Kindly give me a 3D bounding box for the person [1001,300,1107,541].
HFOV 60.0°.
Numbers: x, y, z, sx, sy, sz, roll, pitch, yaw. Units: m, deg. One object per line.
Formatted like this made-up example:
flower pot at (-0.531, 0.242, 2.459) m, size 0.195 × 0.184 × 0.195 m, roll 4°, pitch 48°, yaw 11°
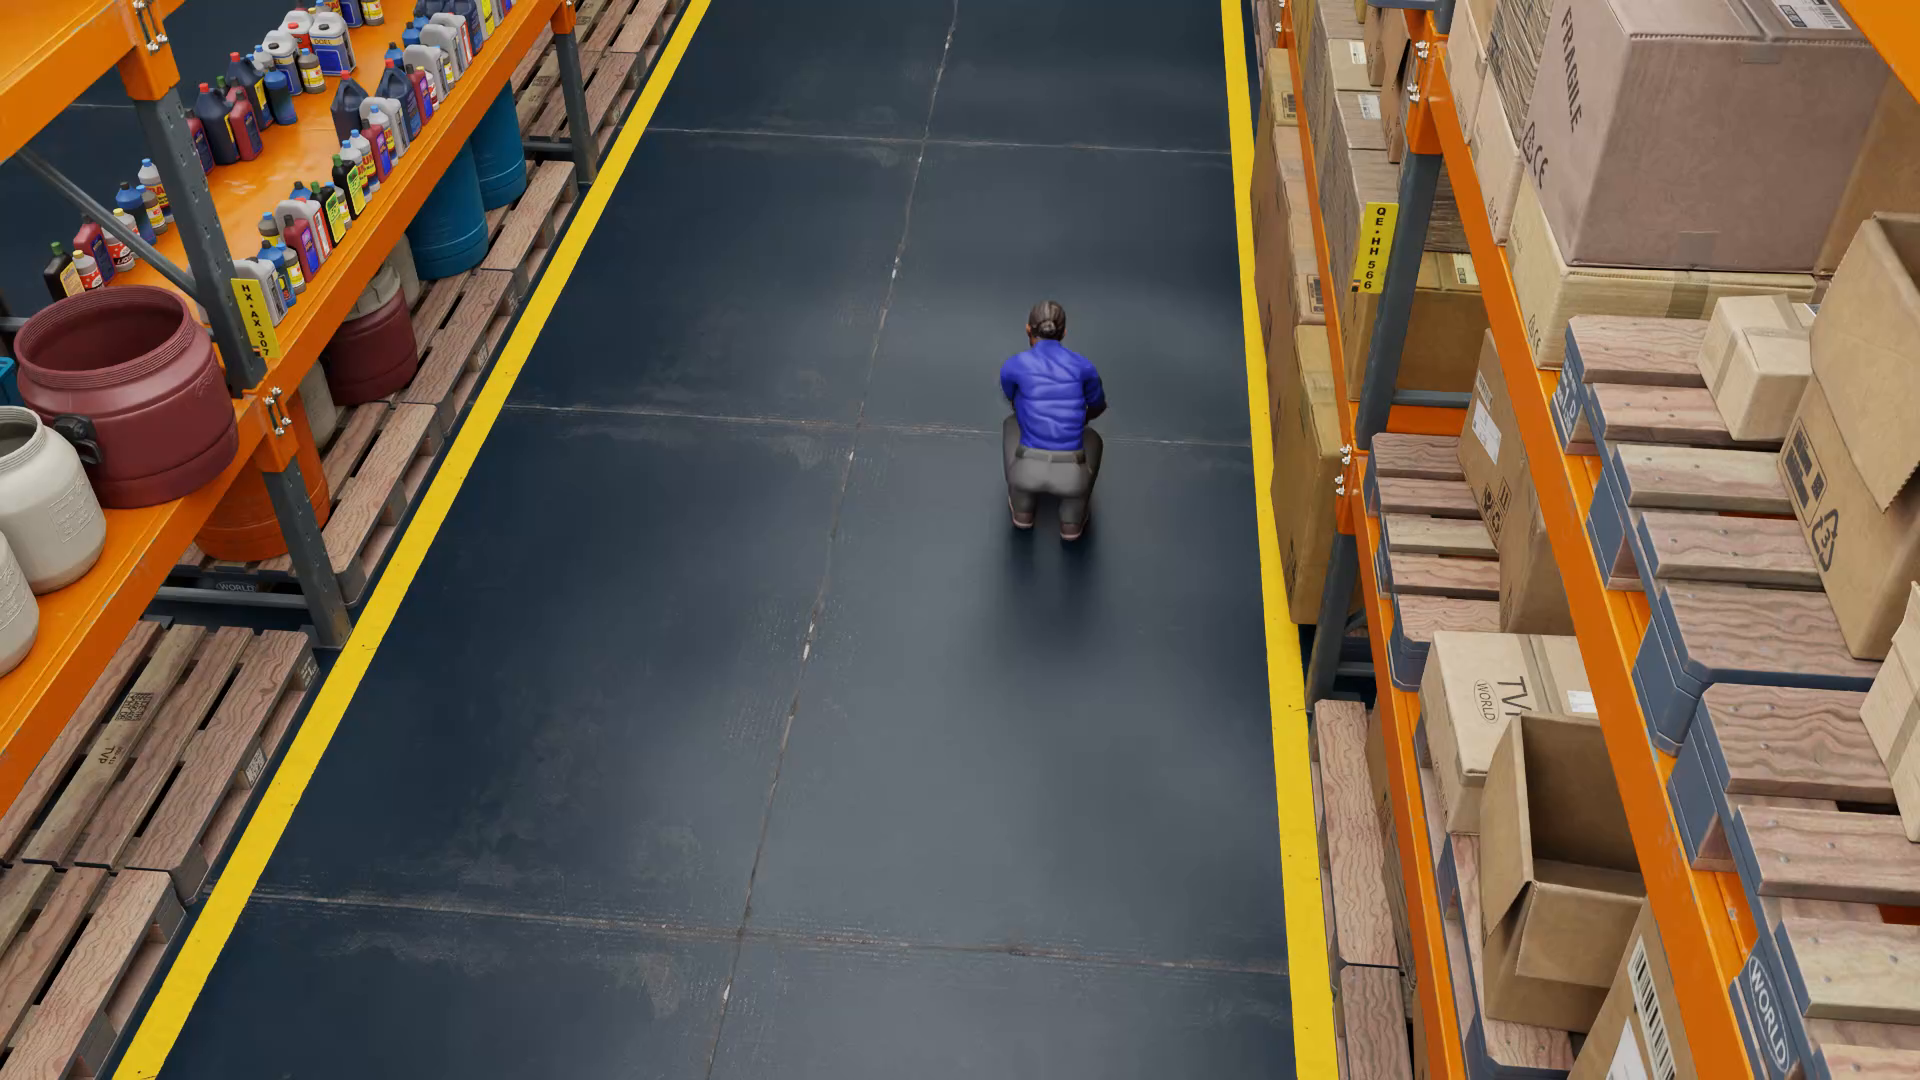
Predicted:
person at (0.409, -0.539, 7.367) m, size 0.472 × 0.938 × 0.827 m, roll 5°, pitch 41°, yaw 5°
